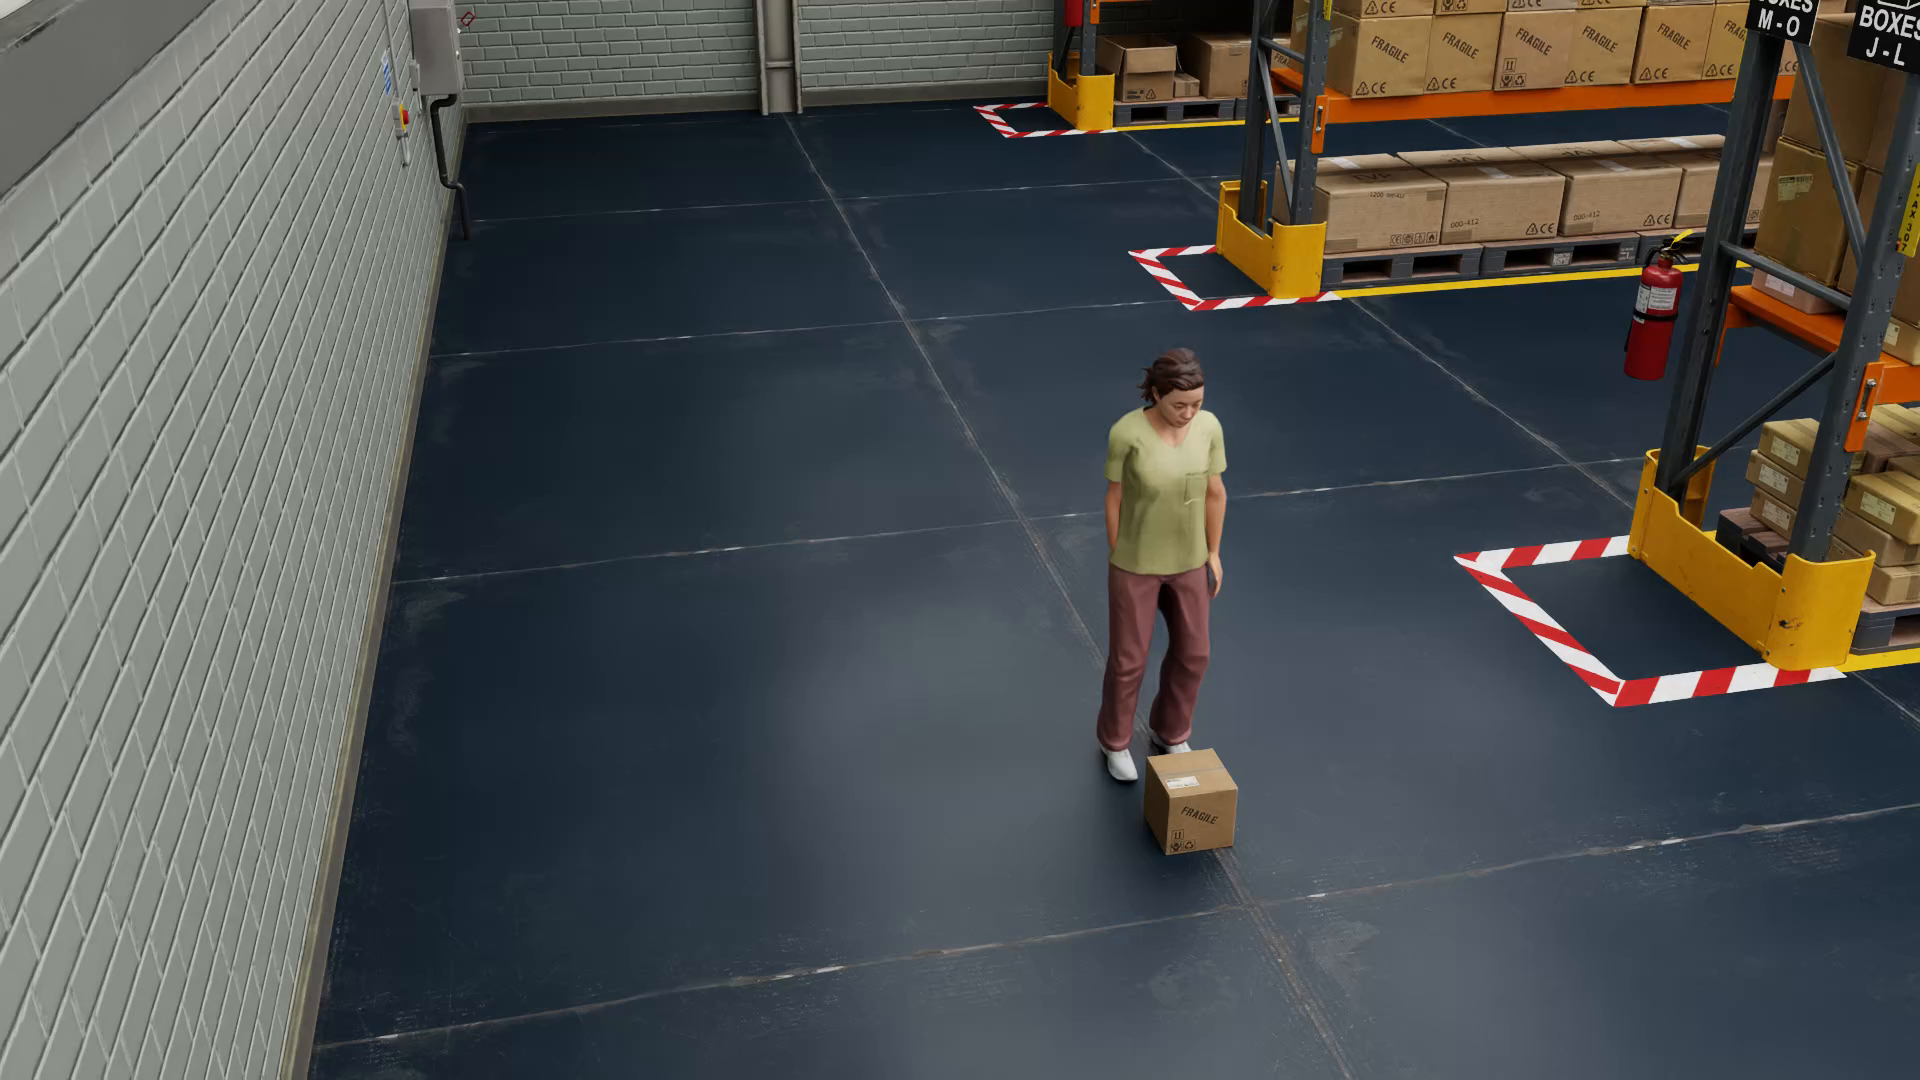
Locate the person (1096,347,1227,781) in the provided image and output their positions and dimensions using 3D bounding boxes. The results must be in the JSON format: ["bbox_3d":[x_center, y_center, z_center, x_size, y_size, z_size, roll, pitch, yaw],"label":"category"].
[{"bbox_3d":[0.728,0.082,5.975,0.452,1.666,0.354,-5,27,-10],"label":"person"}]
